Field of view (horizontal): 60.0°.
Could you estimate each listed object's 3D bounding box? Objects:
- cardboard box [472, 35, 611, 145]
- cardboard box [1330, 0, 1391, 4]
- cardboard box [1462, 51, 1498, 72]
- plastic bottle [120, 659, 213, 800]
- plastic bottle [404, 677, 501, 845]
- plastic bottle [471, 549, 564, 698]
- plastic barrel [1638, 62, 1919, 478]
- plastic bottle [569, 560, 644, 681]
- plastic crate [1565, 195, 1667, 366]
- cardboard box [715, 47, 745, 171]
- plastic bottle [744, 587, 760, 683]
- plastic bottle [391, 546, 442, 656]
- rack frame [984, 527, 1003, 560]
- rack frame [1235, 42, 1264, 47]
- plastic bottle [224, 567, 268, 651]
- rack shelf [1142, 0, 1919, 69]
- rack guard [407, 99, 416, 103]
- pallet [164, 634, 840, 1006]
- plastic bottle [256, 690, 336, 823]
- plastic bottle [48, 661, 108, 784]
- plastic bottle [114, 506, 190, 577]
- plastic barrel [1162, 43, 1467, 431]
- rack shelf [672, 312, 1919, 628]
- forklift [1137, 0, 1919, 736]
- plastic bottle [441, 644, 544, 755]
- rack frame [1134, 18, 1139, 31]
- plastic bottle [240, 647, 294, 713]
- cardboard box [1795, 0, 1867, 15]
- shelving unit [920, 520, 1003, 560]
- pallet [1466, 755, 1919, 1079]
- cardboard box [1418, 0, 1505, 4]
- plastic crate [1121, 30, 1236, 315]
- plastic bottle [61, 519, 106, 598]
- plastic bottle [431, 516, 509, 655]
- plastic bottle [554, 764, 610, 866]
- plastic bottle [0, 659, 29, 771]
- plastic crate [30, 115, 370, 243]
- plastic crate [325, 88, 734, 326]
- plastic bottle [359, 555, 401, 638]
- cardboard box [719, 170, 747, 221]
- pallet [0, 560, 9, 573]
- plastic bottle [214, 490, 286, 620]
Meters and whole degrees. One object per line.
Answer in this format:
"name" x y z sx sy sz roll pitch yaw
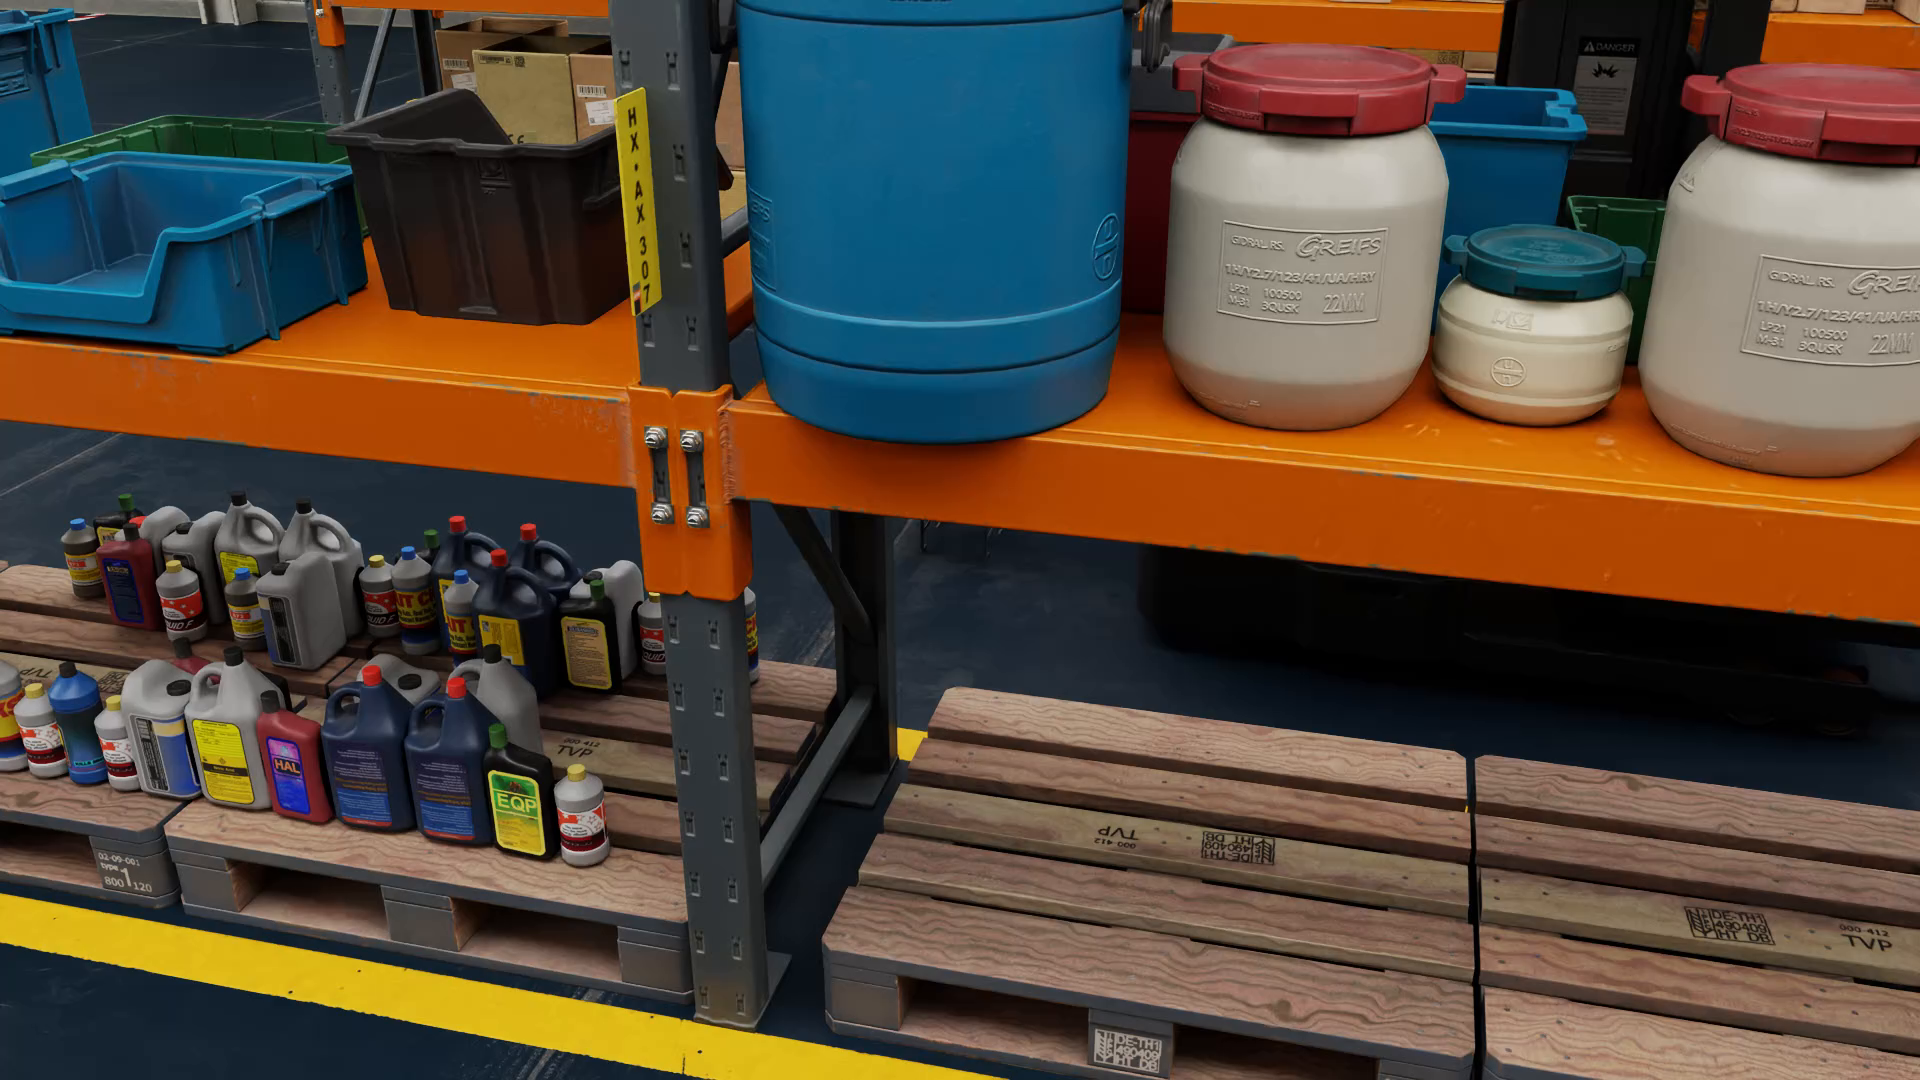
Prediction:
"cardboard box" -2.024 -2.183 8.184 0.500 0.500 0.500 6 26 13
"cardboard box" 1.709 -2.377 7.046 0.250 0.149 0.380 6 26 13
"cardboard box" 3.846 -3.626 11.772 0.500 0.500 0.700 7 26 14
"plastic bottle" -1.686 0.399 3.579 0.135 0.276 0.152 7 26 14
"plastic bottle" -1.031 0.439 3.408 0.185 0.351 0.144 6 26 12
"plastic bottle" -1.050 0.189 3.933 0.185 0.351 0.144 6 26 13
"plastic barrel" 1.247 -0.398 2.439 0.433 0.535 0.433 0 25 0
"plastic bottle" -0.855 0.182 4.035 0.135 0.276 0.152 7 26 15
"plastic crate" 1.421 -0.444 2.941 0.662 0.188 0.450 6 26 13
"cardboard box" -1.056 -2.074 7.955 0.500 0.500 0.500 6 26 13
"plastic bottle" -0.535 0.208 3.987 0.097 0.271 0.097 0 25 0
"plastic bottle" -1.349 0.145 4.119 0.097 0.271 0.097 0 25 0
"rack frame" 0.106 -0.395 5.032 0.006 0.900 0.240 6 26 13
"rack frame" 2.132 -4.734 11.703 0.127 3.000 1.000 6 26 13
"plastic bottle" -1.776 0.166 4.156 0.097 0.201 0.097 0 25 0
"rack shelf" 2.839 -2.132 7.075 4.000 0.370 1.077 6 26 13
"rack guard" -2.996 -1.973 8.813 0.348 0.500 1.175 6 26 13
"pallet" -0.976 0.561 3.827 1.213 0.211 1.003 6 26 13
"plastic bottle" -1.385 0.449 3.465 0.133 0.283 0.061 8 27 16
"plastic bottle" -1.906 0.389 3.606 0.097 0.271 0.097 0 25 0
"plastic bottle" -2.084 0.046 4.320 0.135 0.276 0.152 7 26 13
"plastic barrel" 0.536 -0.477 2.604 0.433 0.535 0.433 0 25 0
"rack shelf" 1.601 -0.070 2.745 4.000 0.370 1.077 6 26 13
"forklift" 2.073 -1.082 4.114 3.031 2.935 1.130 7 26 14
"plastic bottle" -0.995 0.379 3.534 0.185 0.351 0.144 6 26 13
"rack frame" 0.902 -2.671 7.370 0.127 3.000 1.000 6 26 13
"plastic bottle" -1.529 0.369 3.633 0.133 0.283 0.061 6 26 13
"cardboard box" 3.526 -2.242 6.763 0.250 0.149 0.380 8 27 17
"shelving unit" 0.008 -0.405 5.055 0.210 0.900 0.258 6 26 13
"pallet" 1.620 0.848 3.224 1.213 0.211 1.003 6 26 13
"cardboard box" 2.152 -2.571 7.044 0.500 0.500 0.500 8 27 17
"plastic crate" 0.210 -0.714 3.185 0.583 0.464 0.402 6 26 13
"plastic bottle" -2.322 0.042 4.417 0.097 0.201 0.097 0 25 0
"plastic bottle" -1.197 0.109 4.102 0.185 0.351 0.144 5 26 11
"plastic bottle" -0.765 0.547 3.356 0.097 0.201 0.097 0 25 0
"plastic bottle" -2.102 0.367 3.651 0.097 0.271 0.097 0 25 0
"plastic crate" -1.580 -0.776 3.638 0.662 0.188 0.450 6 26 13
"plastic crate" -0.811 -0.690 3.282 0.504 0.338 0.767 6 26 13
"plastic bottle" -1.465 0.136 4.218 0.097 0.201 0.097 0 25 0
"cardboard box" -1.056 -1.736 8.117 0.500 0.250 0.500 6 26 13
"pallet" -3.339 0.299 4.375 1.213 0.211 1.003 6 26 13
"plastic bottle" -1.789 0.043 4.239 0.185 0.351 0.144 7 26 15
